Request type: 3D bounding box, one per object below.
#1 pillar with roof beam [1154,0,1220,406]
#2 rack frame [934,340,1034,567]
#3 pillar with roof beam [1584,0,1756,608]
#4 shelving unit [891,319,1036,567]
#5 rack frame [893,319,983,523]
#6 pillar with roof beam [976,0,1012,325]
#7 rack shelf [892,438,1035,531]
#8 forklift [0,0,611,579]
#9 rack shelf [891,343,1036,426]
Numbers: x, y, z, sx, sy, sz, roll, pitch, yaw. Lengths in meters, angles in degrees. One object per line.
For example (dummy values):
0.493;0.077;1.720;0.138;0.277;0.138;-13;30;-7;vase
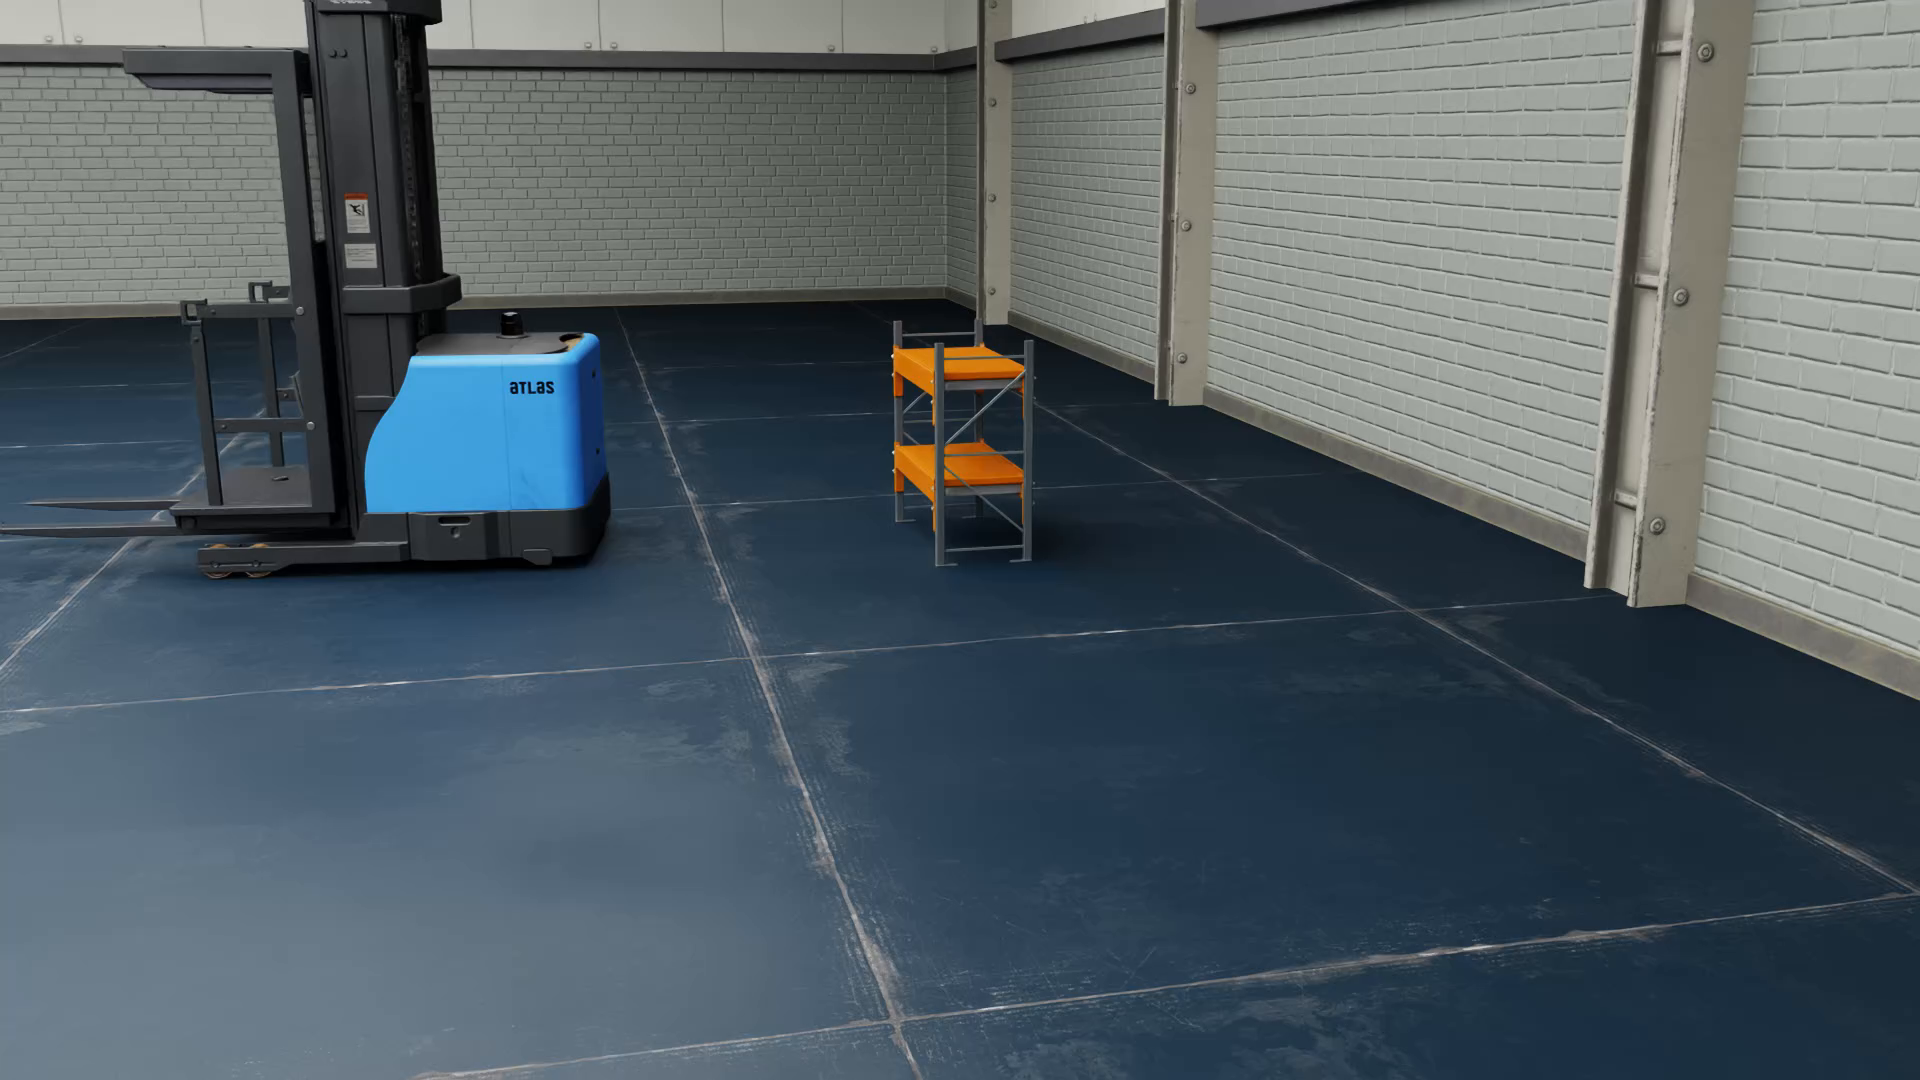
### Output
-2.391;-5.259;11.491;9.100;9.000;0.400;-3;14;-13;pillar with roof beam
0.121;-0.428;8.307;0.500;1.125;0.032;-3;14;-13;rack frame
-0.982;-3.874;5.825;9.100;9.000;0.400;-3;14;-13;pillar with roof beam
0.002;-0.545;8.787;0.538;1.125;1.048;-3;14;-13;shelving unit
-0.118;-0.662;9.267;0.500;1.125;0.032;-3;14;-13;rack frame
-3.800;-6.643;17.156;9.100;9.000;0.400;-3;14;-13;pillar with roof beam
0.002;-0.307;8.845;0.538;0.278;1.000;-3;14;-13;rack shelf
-3.405;-1.366;8.342;3.031;2.935;1.130;-1;14;-5;forklift
0.002;-0.829;8.718;0.538;0.278;1.000;-3;14;-13;rack shelf
